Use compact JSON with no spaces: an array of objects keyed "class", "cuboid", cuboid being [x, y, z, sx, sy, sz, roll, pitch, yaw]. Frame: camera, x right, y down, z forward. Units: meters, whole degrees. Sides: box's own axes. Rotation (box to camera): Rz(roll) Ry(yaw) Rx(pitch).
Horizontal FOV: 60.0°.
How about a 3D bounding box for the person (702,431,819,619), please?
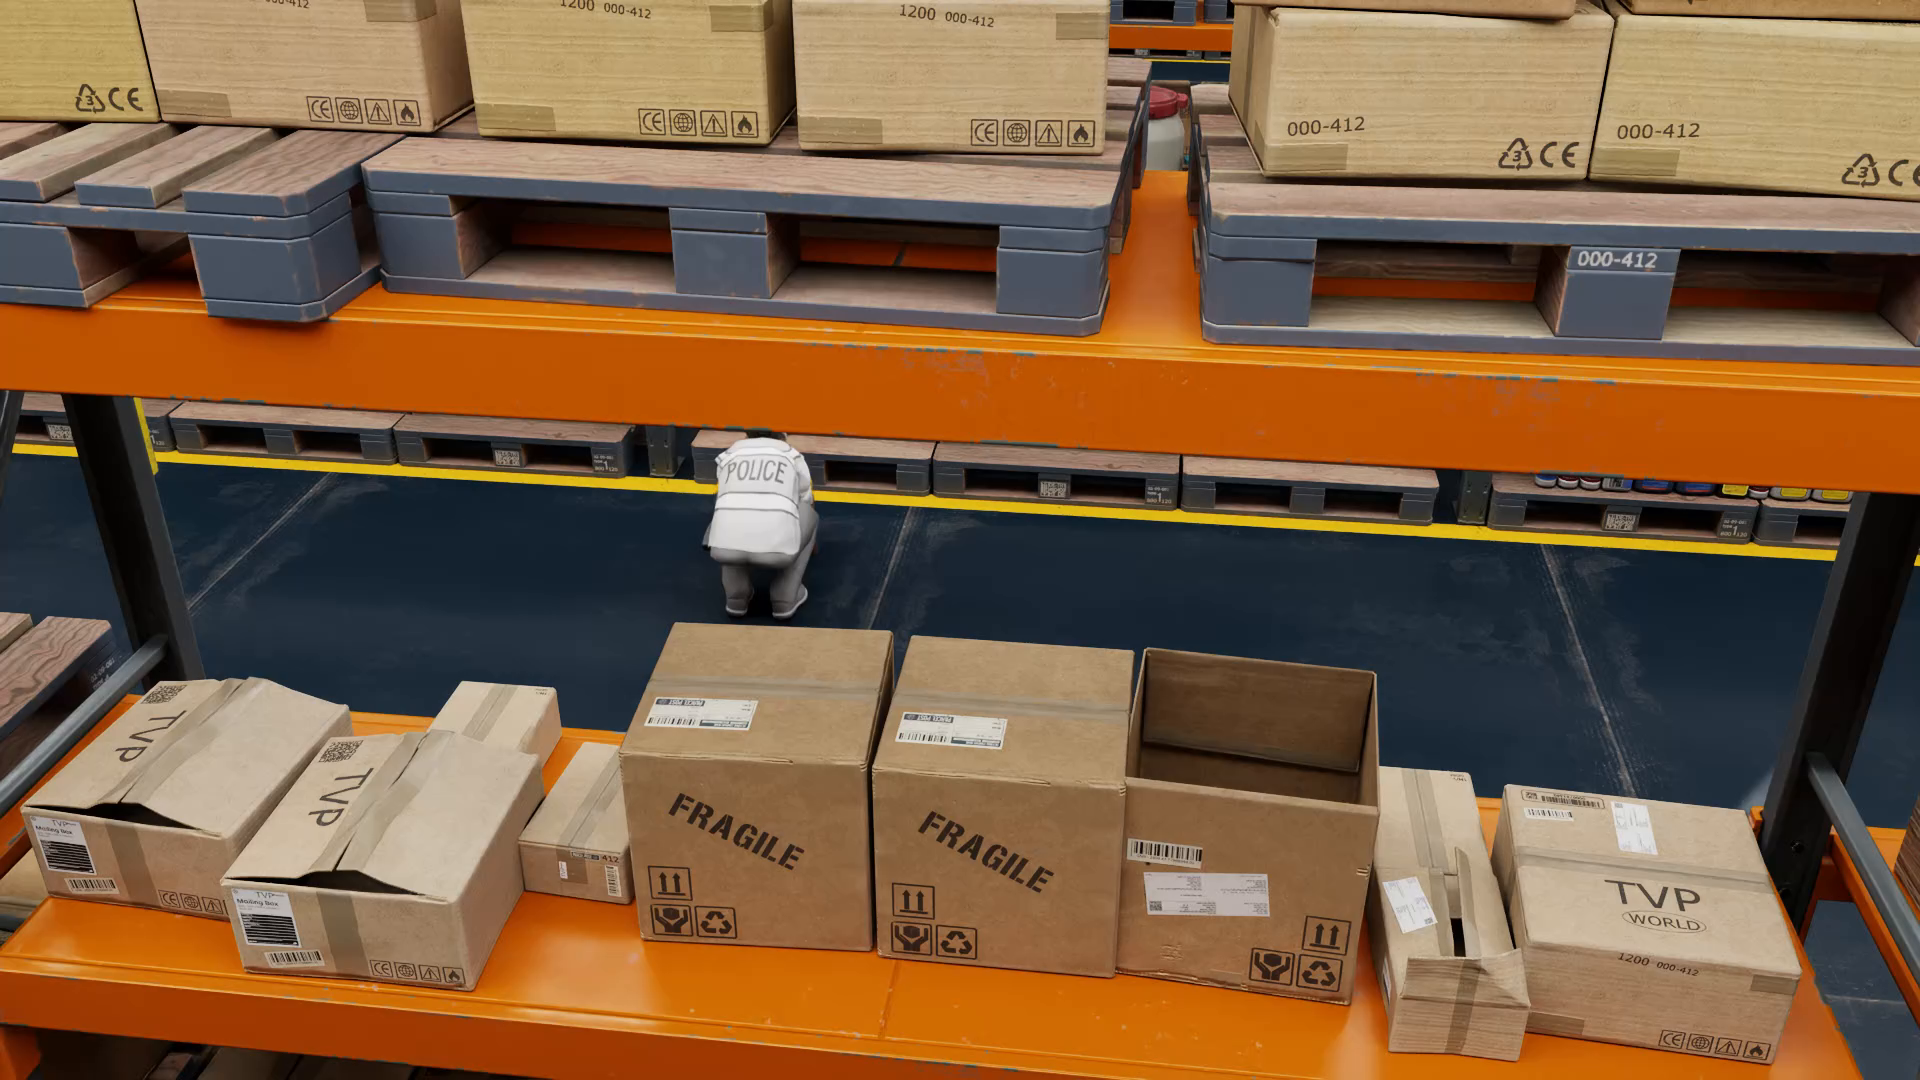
[{"class":"person","cuboid":[-0.854,-0.080,7.281,0.451,0.817,0.906,3,29,5]}]
